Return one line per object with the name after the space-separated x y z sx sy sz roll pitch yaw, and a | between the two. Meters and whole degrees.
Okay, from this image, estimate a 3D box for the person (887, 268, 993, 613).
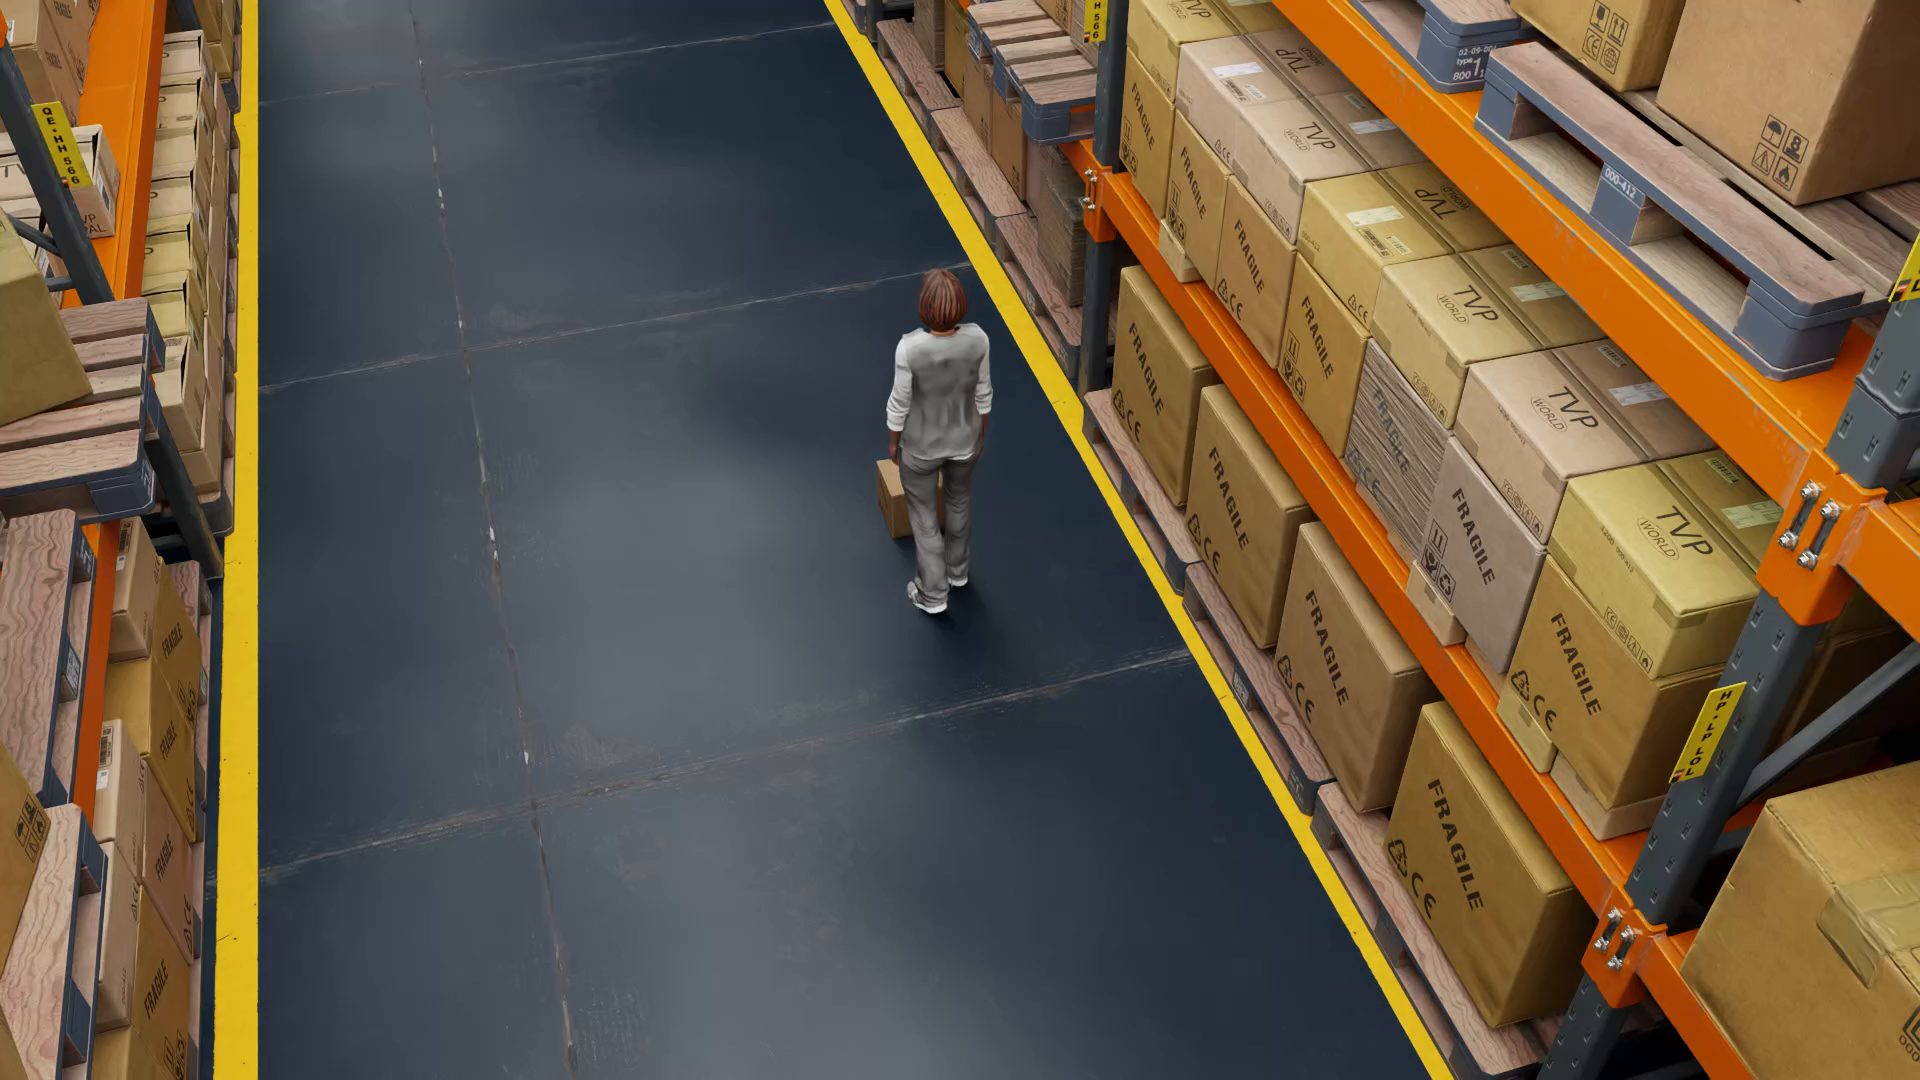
-0.084 -0.378 6.611 0.420 1.617 0.420 -11 44 -12 | person
